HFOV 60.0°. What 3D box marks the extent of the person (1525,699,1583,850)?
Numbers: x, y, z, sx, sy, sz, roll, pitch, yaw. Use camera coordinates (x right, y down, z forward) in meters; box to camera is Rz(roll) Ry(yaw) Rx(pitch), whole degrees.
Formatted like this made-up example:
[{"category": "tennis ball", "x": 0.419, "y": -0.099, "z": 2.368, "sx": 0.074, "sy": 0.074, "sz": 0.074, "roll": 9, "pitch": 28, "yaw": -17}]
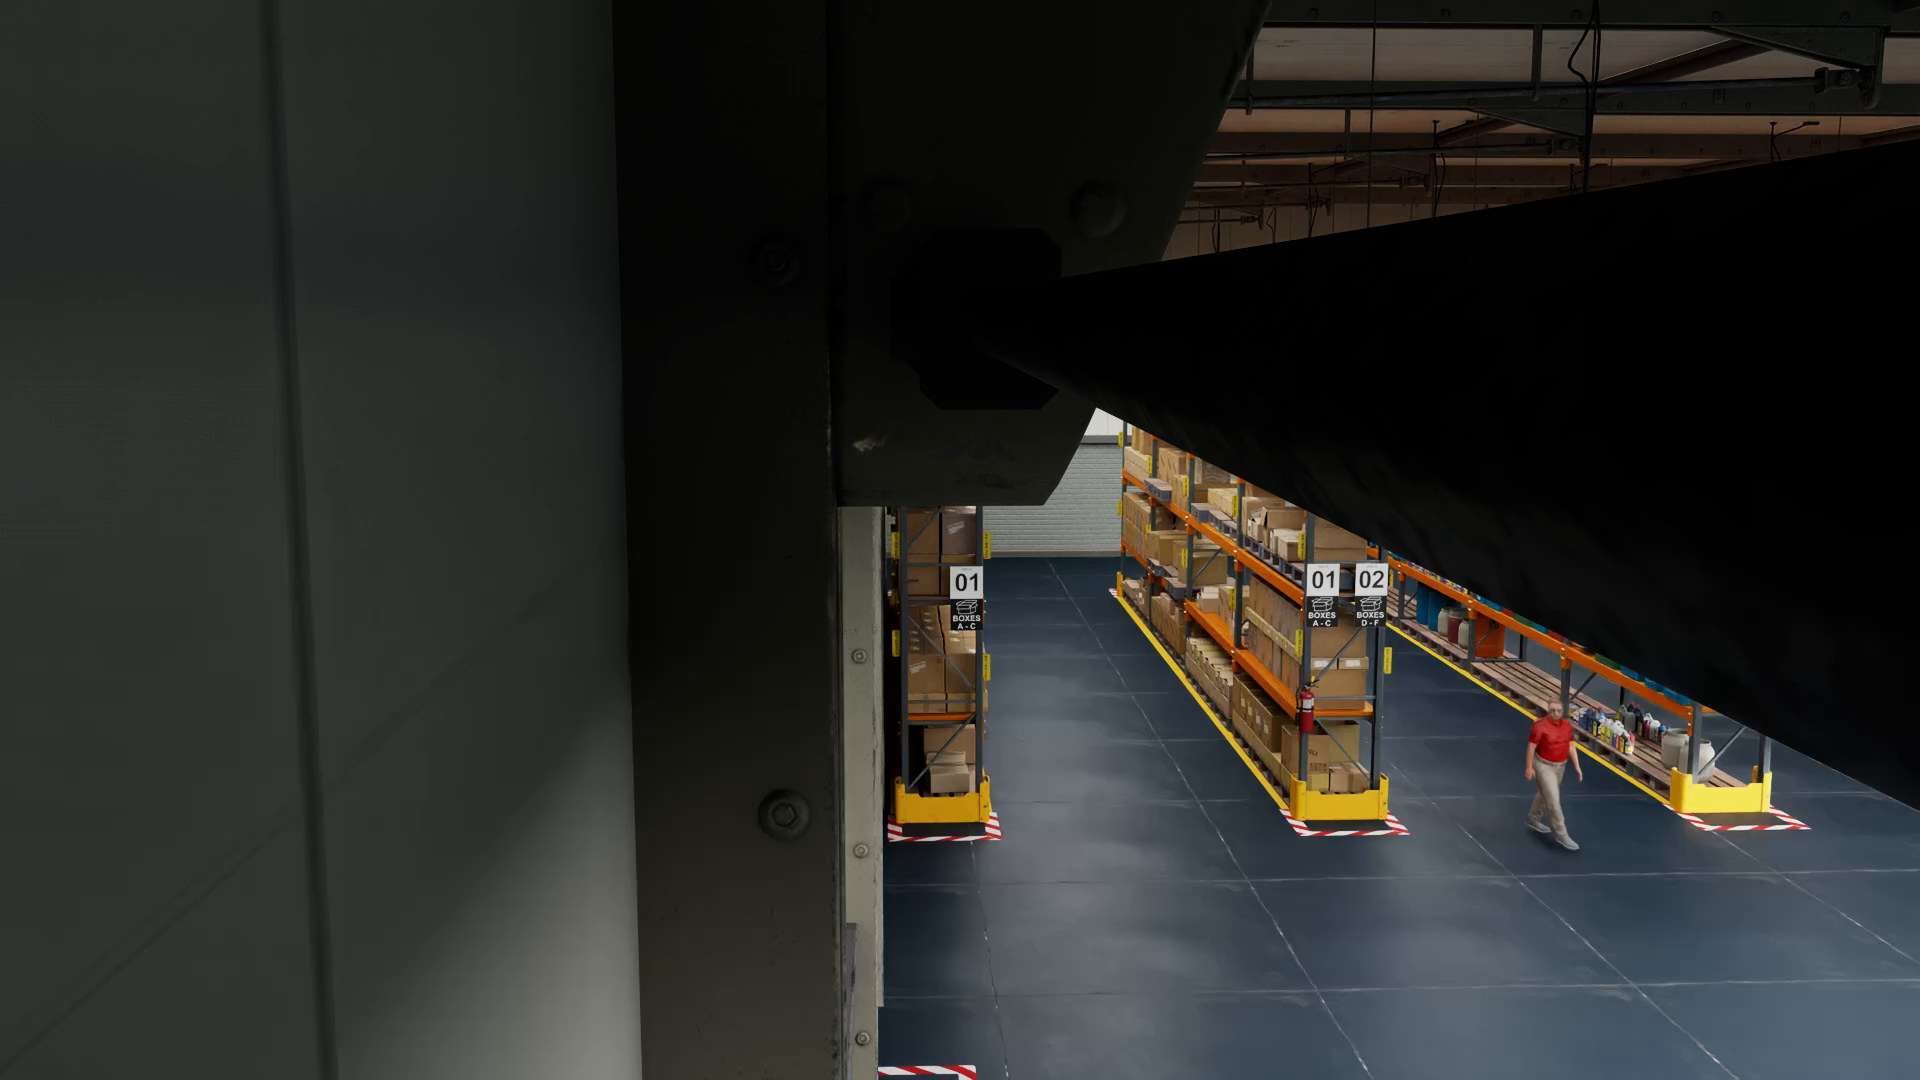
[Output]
[{"category": "person", "x": 7.054, "y": 2.715, "z": 19.692, "sx": 0.561, "sy": 1.695, "sz": 0.913, "roll": -4, "pitch": 9, "yaw": -27}]
